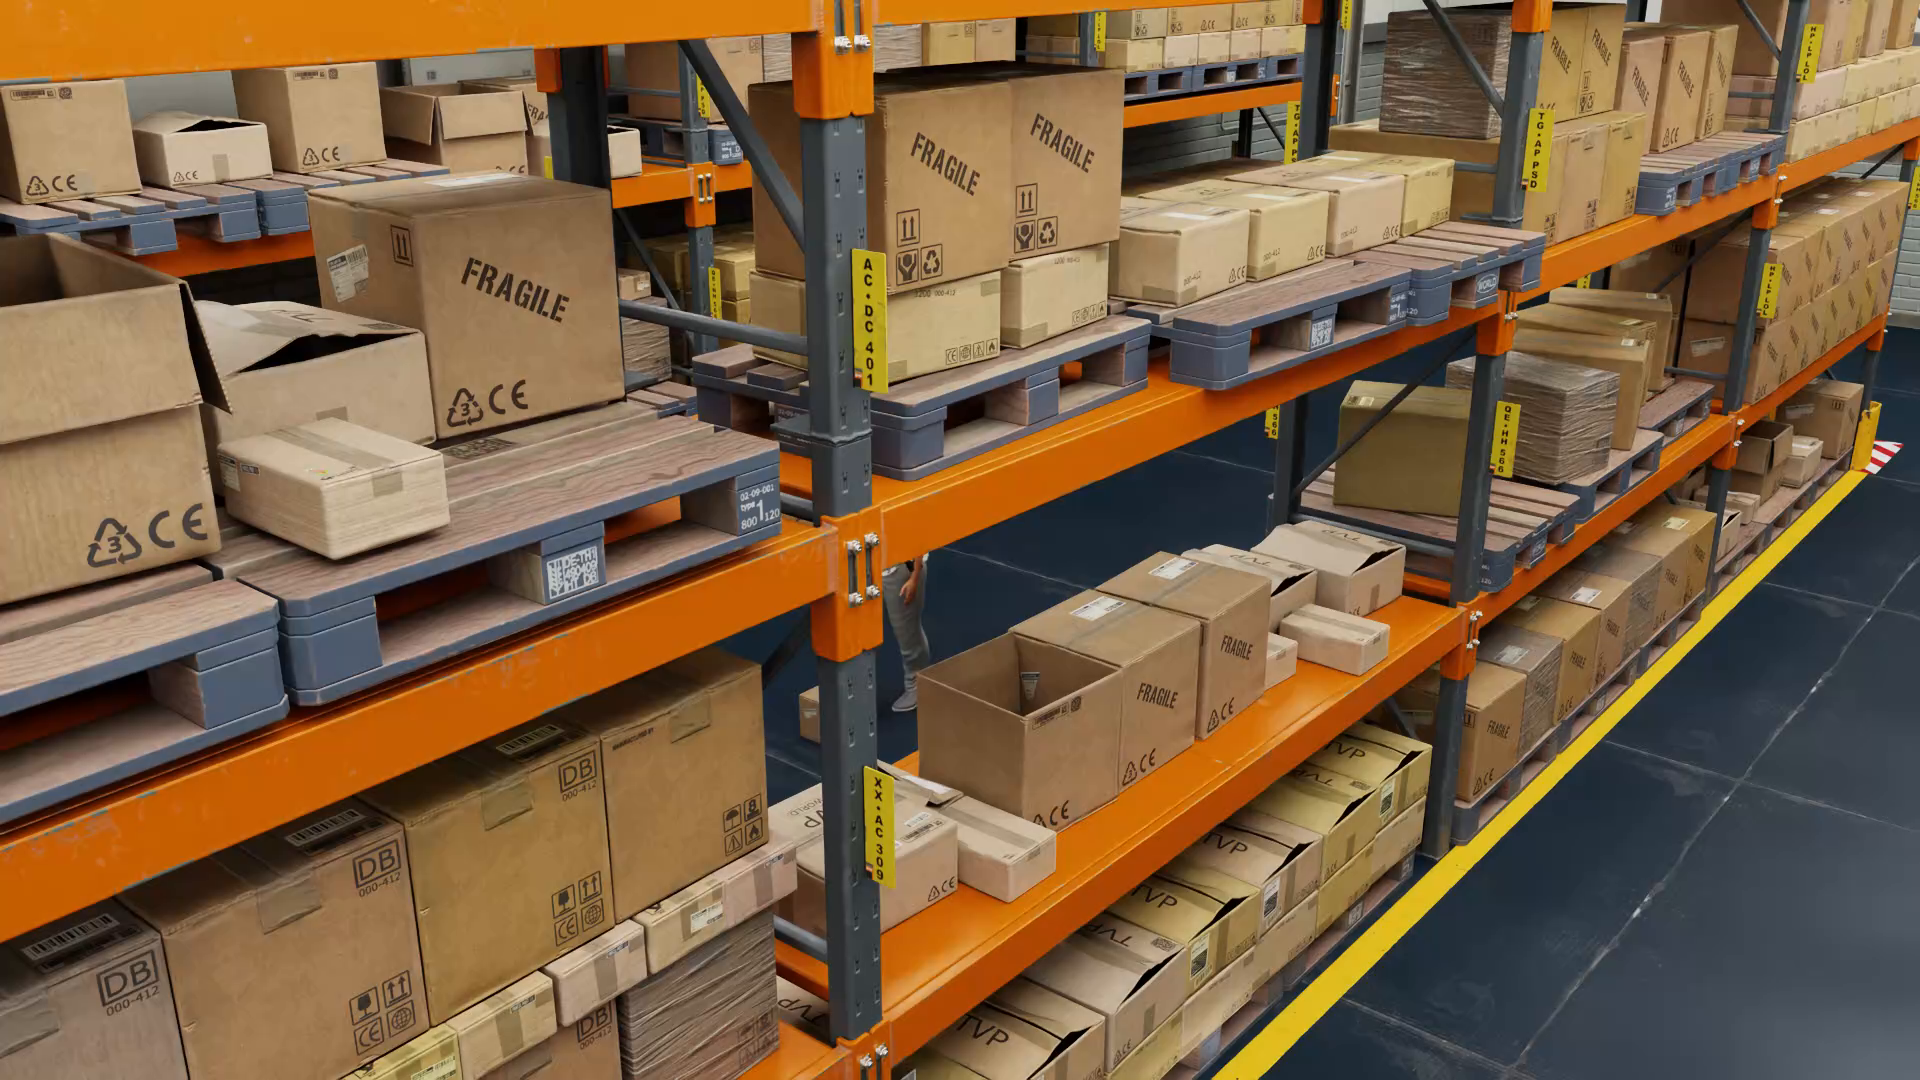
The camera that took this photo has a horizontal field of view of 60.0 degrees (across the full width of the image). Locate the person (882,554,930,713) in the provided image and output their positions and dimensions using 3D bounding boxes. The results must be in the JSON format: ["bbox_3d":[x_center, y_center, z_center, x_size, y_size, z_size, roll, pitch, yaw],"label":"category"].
[{"bbox_3d":[-0.450,0.184,9.085,0.484,1.662,0.648,16,25,36],"label":"person"}]
